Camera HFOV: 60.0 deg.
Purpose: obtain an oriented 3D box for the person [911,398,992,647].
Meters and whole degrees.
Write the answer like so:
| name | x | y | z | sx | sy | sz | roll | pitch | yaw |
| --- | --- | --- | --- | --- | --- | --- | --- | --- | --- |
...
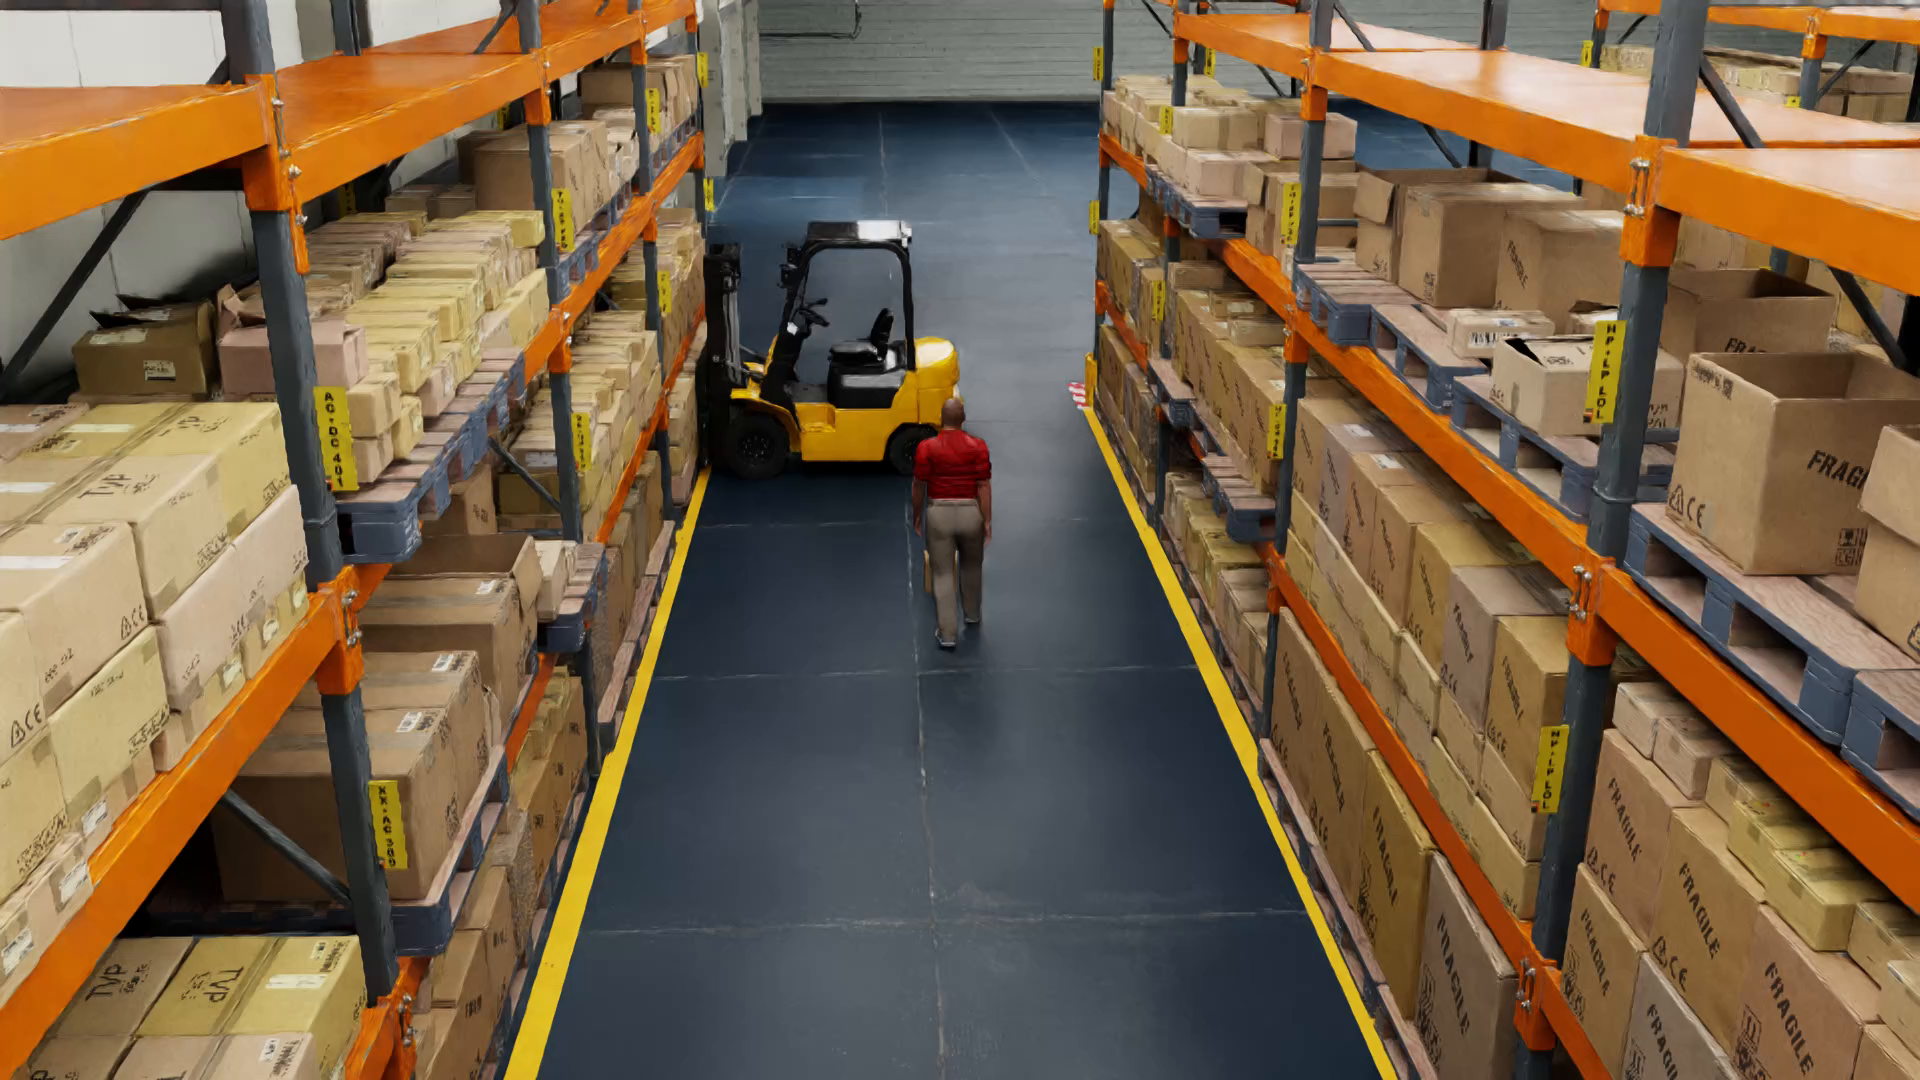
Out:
| name | x | y | z | sx | sy | sz | roll | pitch | yaw |
| --- | --- | --- | --- | --- | --- | --- | --- | --- | --- |
| person | -0.070 | -0.168 | 11.532 | 0.539 | 1.723 | 0.705 | -2 | 20 | -6 |
